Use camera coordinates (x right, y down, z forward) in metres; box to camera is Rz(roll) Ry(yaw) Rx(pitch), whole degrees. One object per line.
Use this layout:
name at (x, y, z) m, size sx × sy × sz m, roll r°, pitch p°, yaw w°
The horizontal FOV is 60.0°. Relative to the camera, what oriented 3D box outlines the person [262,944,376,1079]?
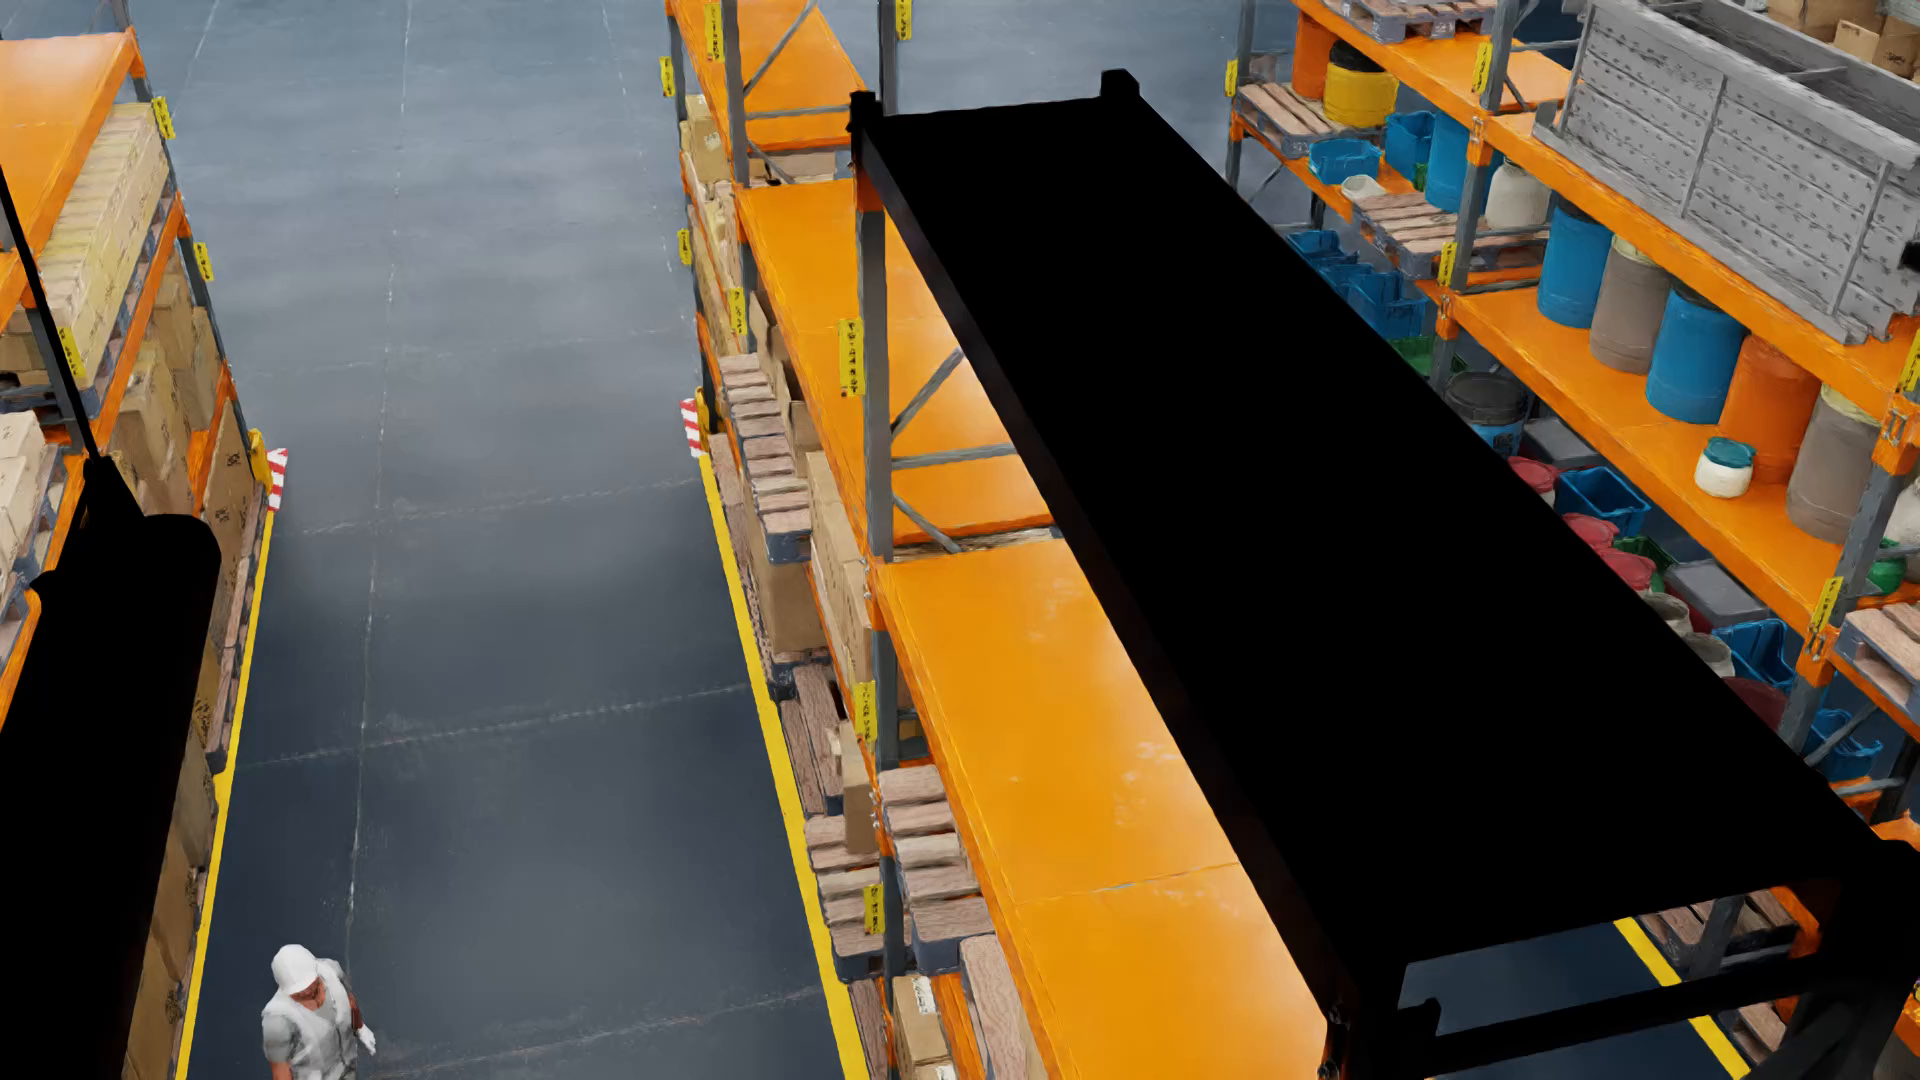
person at (-3.210, 2.728, 8.505) m, size 0.577 × 1.785 × 0.655 m, roll 8°, pitch 35°, yaw 12°
